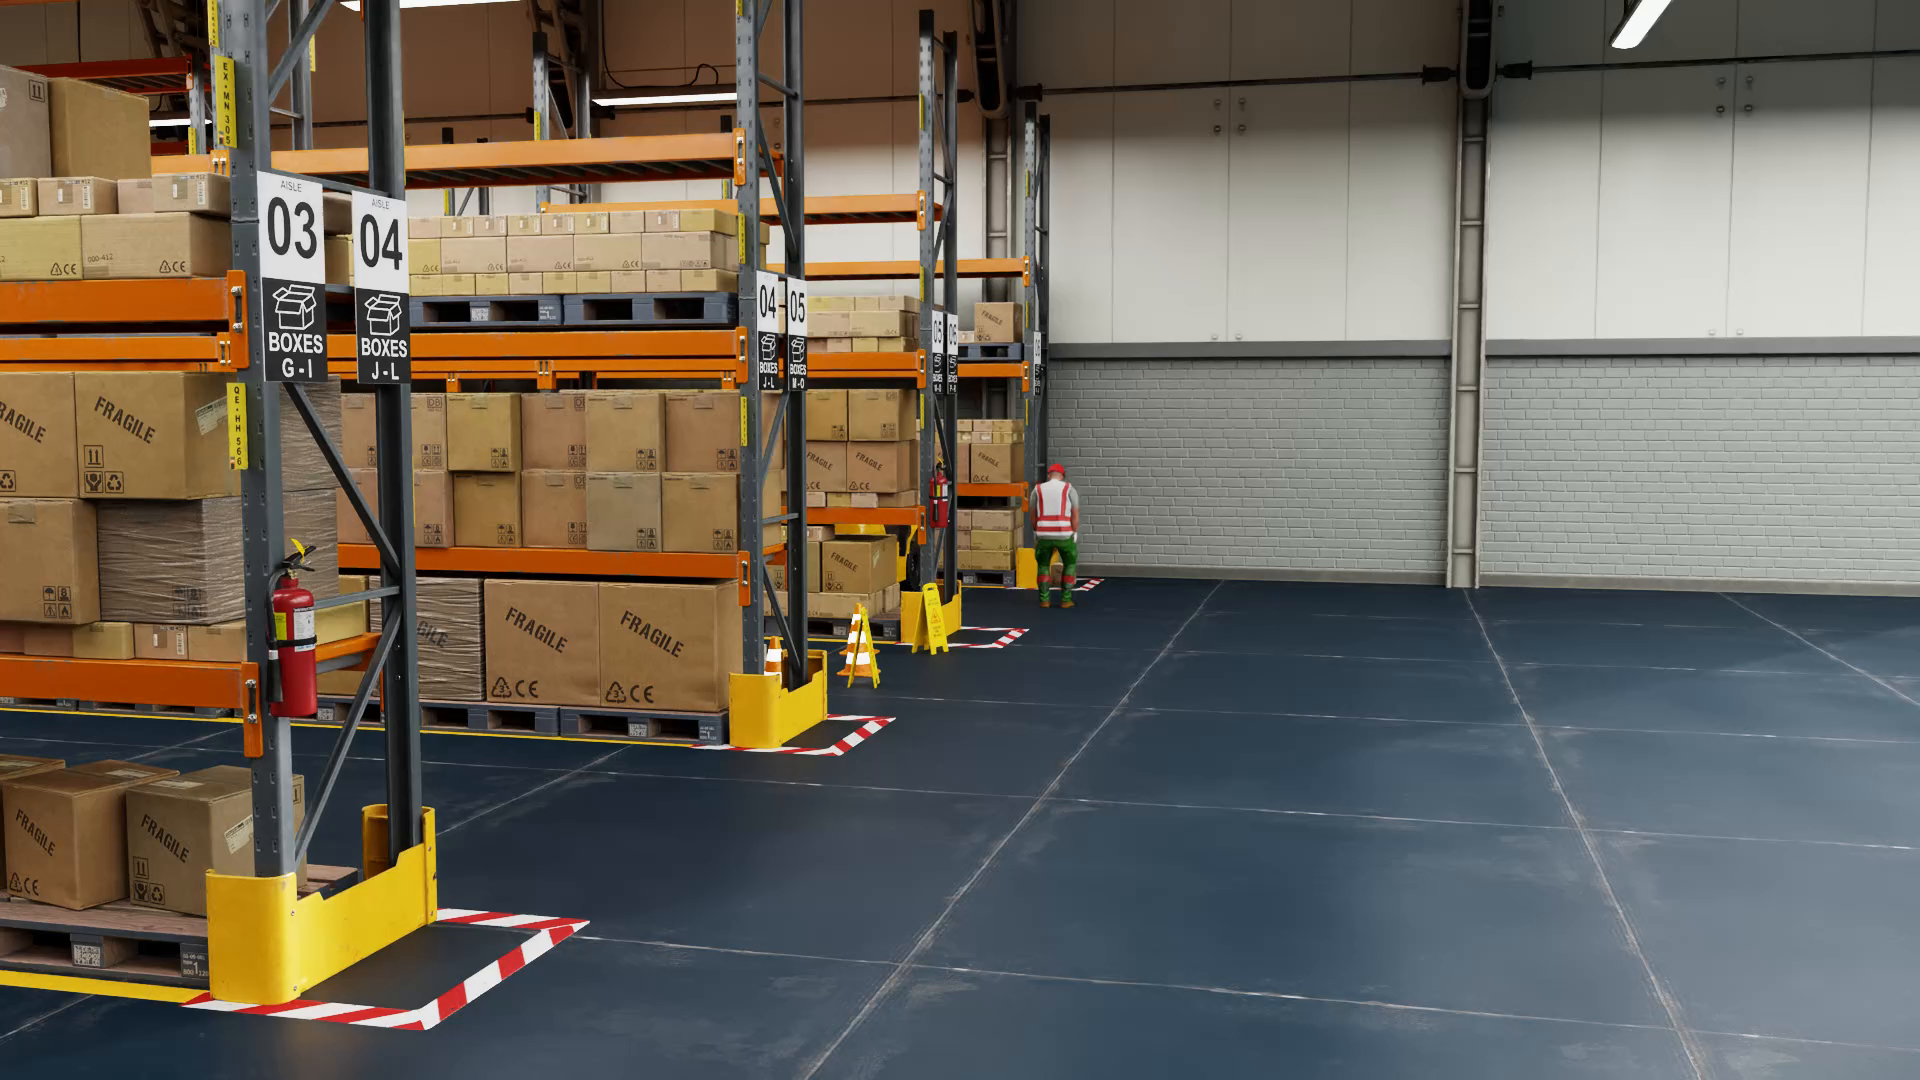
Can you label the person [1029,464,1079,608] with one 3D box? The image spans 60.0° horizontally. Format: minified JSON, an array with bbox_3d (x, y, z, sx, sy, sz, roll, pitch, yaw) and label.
[{"bbox_3d":[1.066,-0.051,18.925,0.568,1.627,0.602,1,5,14],"label":"person"}]
